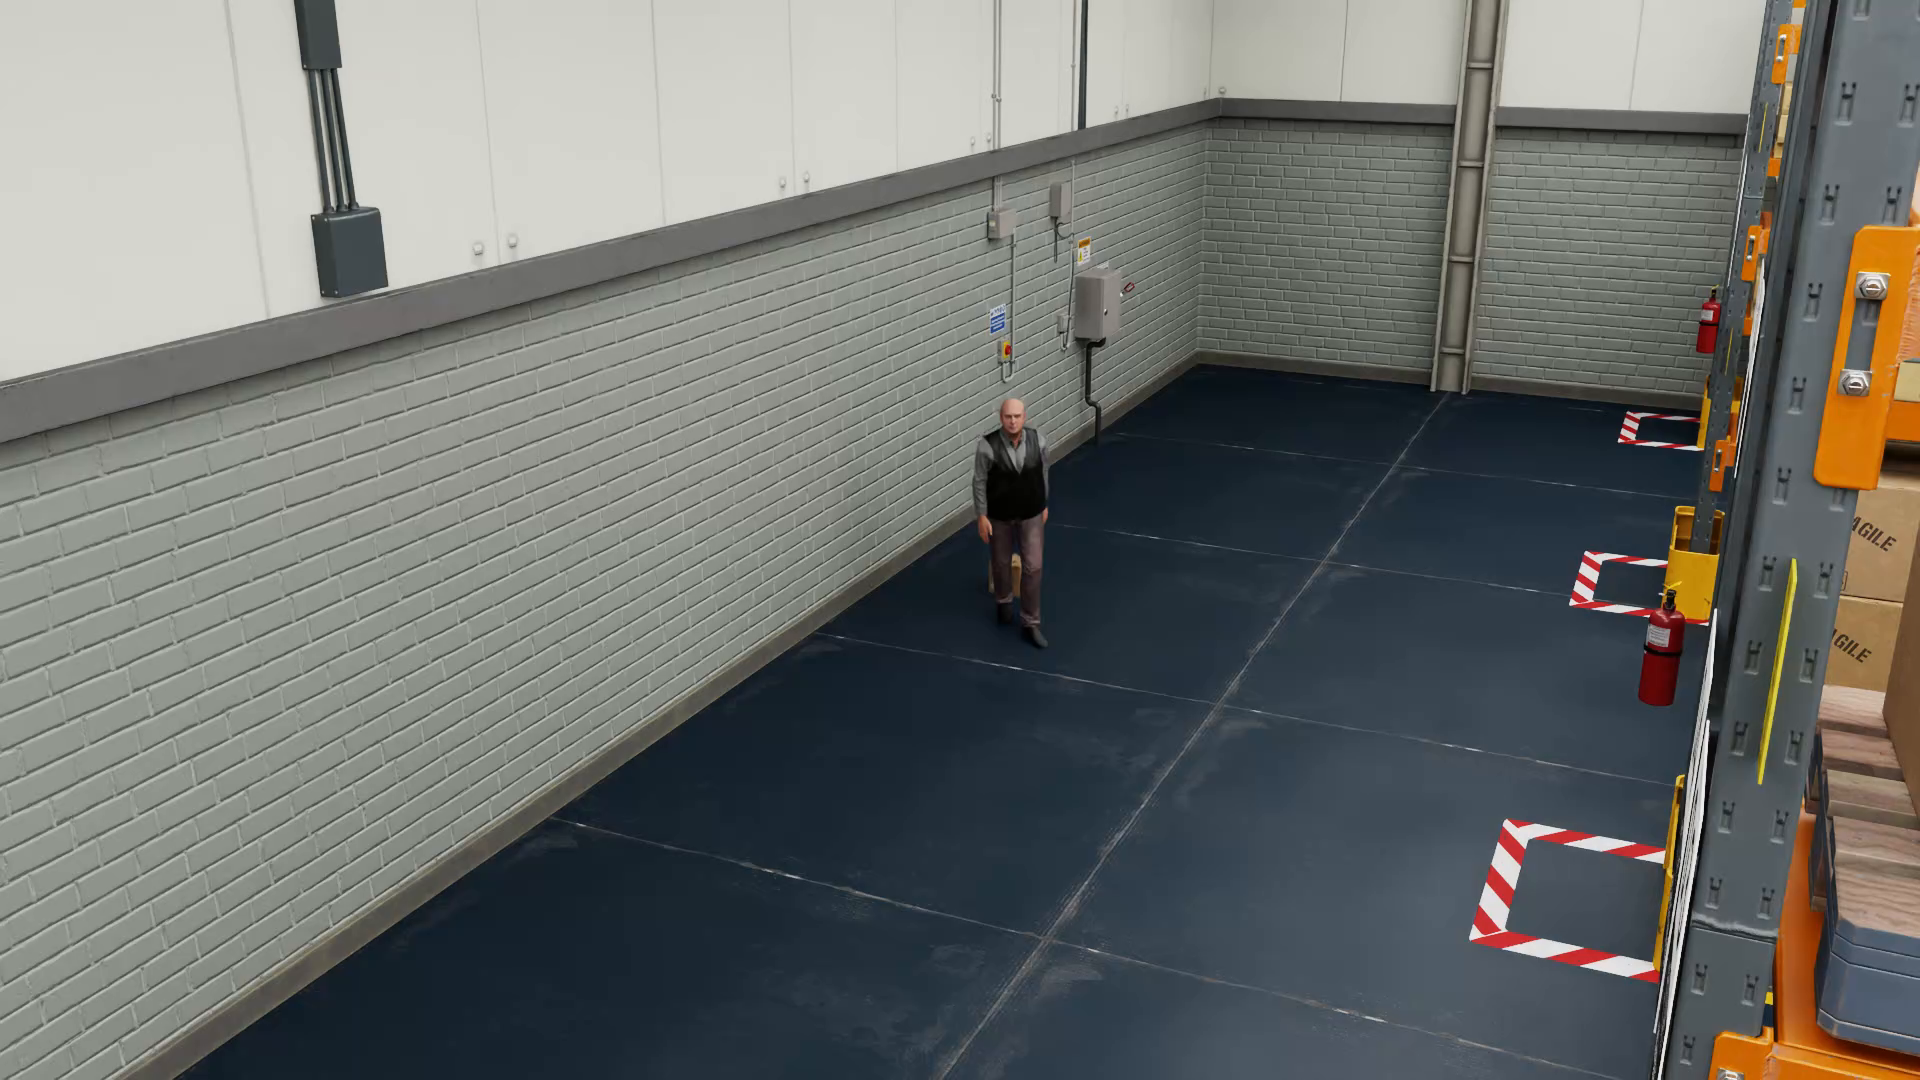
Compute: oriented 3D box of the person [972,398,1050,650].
[{"bbox_3d":[0.359,-0.158,11.588,0.563,1.730,0.760,-2,19,-6],"label":"person"}]
